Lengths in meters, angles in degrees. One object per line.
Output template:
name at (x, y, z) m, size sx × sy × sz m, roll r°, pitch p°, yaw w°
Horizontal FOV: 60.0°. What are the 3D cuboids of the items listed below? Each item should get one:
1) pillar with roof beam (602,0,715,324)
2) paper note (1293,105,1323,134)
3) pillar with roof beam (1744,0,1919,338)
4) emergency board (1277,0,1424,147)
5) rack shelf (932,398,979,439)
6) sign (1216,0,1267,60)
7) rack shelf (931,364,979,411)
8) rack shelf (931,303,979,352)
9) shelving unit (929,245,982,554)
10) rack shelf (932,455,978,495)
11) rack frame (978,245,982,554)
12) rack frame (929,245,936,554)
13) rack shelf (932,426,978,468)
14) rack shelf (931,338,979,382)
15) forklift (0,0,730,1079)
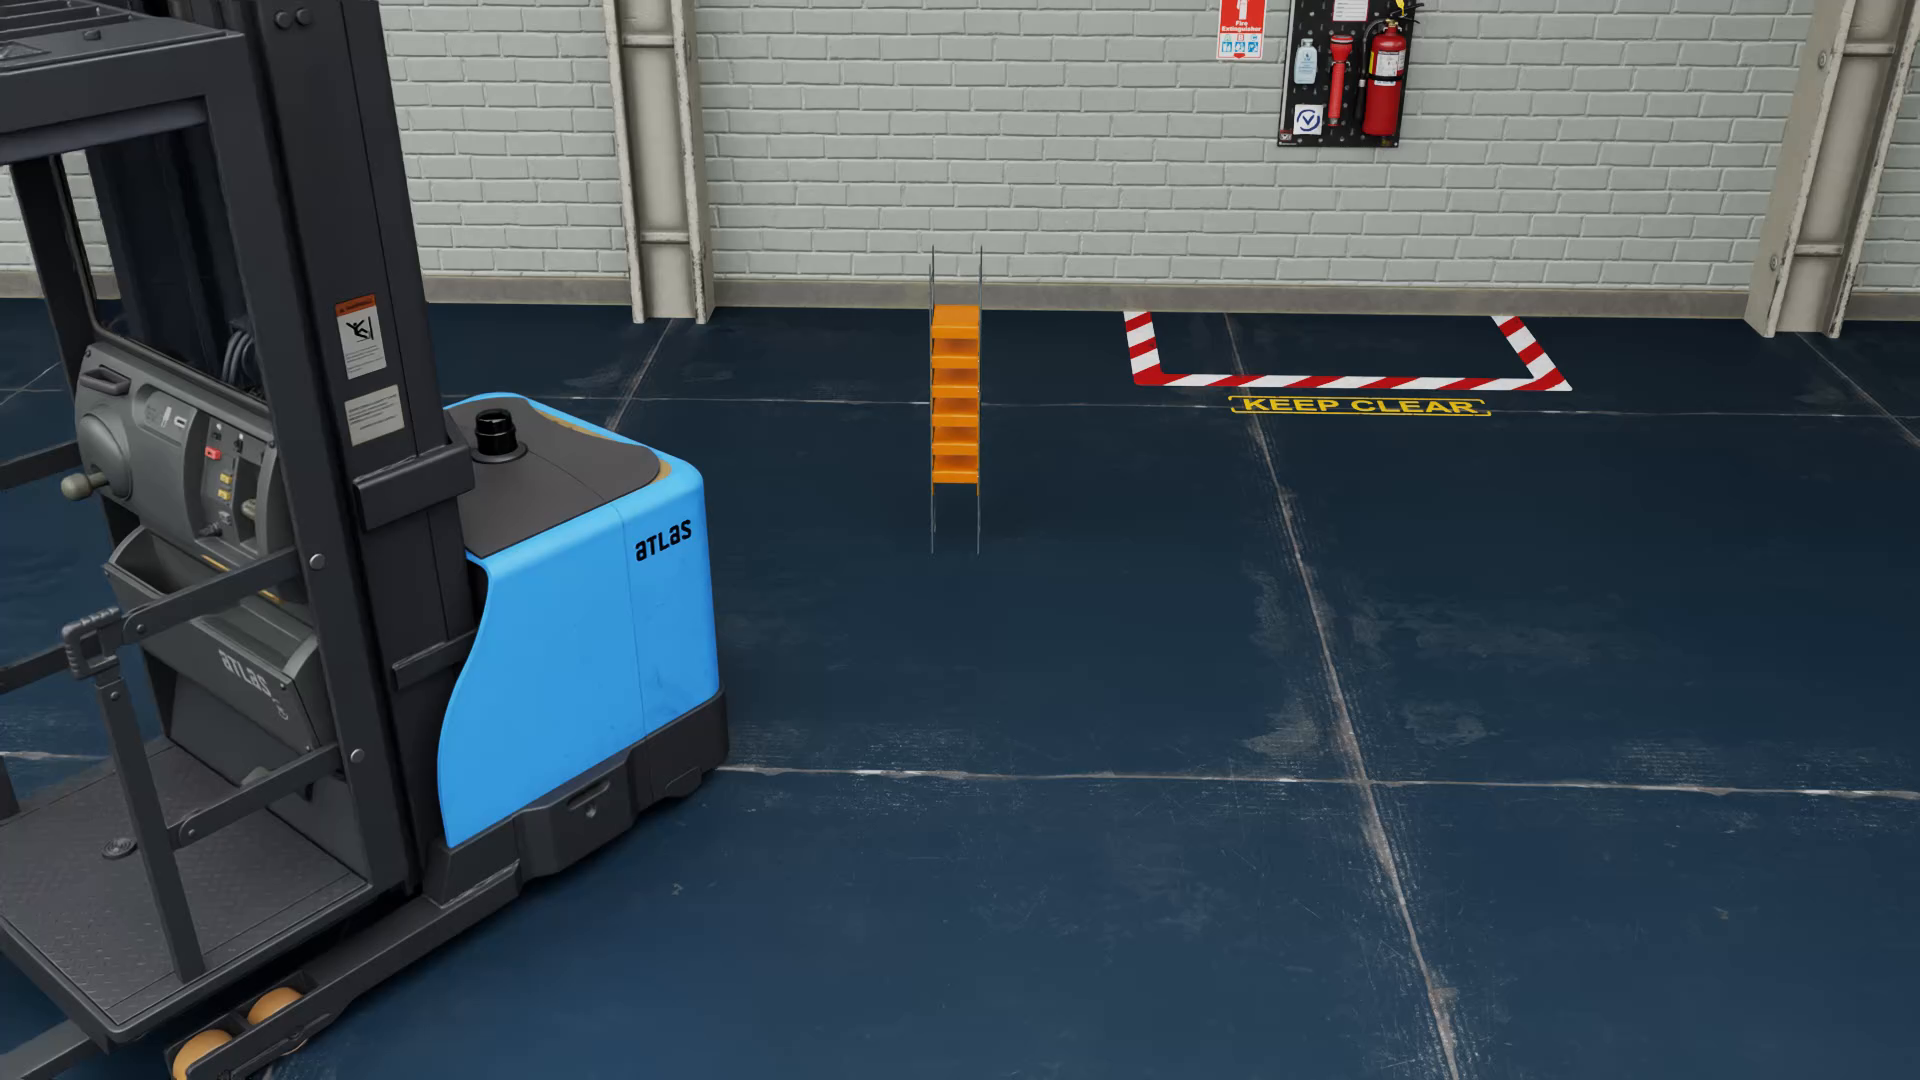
pillar with roof beam at (-1.708, -3.199, 3.176) m, size 0.400 × 9.000 × 9.100 m, roll 1°, pitch 28°, yaw 2°
paper note at (1.797, -2.169, 8.579) m, size 0.142 × 0.148 × 0.016 m, roll 1°, pitch 28°, yaw 2°
pillar with roof beam at (4.288, -3.099, 2.989) m, size 0.400 × 9.000 × 9.100 m, roll 1°, pitch 28°, yaw 2°
emergency board at (1.972, -2.523, 8.306) m, size 0.643 × 1.169 × 0.194 m, roll 1°, pitch 28°, yaw 2°
rack shelf at (-0.014, -0.491, 6.490) m, size 0.180 × 0.103 × 0.258 m, roll 1°, pitch 28°, yaw 2°
sign at (1.423, -2.596, 8.406) m, size 0.234 × 0.329 × 0.001 m, roll 1°, pitch 28°, yaw 2°
rack shelf at (-0.014, -0.597, 6.434) m, size 0.180 × 0.103 × 0.258 m, roll 1°, pitch 28°, yaw 2°
rack shelf at (-0.014, -0.809, 6.322) m, size 0.180 × 0.103 × 0.258 m, roll 1°, pitch 28°, yaw 2°
shelving unit at (-0.014, -0.530, 6.469) m, size 0.189 × 1.200 × 0.258 m, roll 1°, pitch 28°, yaw 2°
rack shelf at (-0.014, -0.279, 6.603) m, size 0.180 × 0.103 × 0.258 m, roll 1°, pitch 28°, yaw 2°
rack frame at (0.077, -0.529, 6.467) m, size 0.006 × 1.200 × 0.240 m, roll 1°, pitch 28°, yaw 2°
rack frame at (-0.106, -0.532, 6.472) m, size 0.006 × 1.200 × 0.240 m, roll 1°, pitch 28°, yaw 2°
rack shelf at (-0.014, -0.385, 6.546) m, size 0.180 × 0.103 × 0.258 m, roll 1°, pitch 28°, yaw 2°
rack shelf at (-0.014, -0.703, 6.378) m, size 0.180 × 0.103 × 0.258 m, roll 1°, pitch 28°, yaw 2°
forklift at (-2.063, -0.172, 3.944) m, size 1.130 × 2.935 × 3.031 m, roll 21°, pitch 34°, yaw 34°
